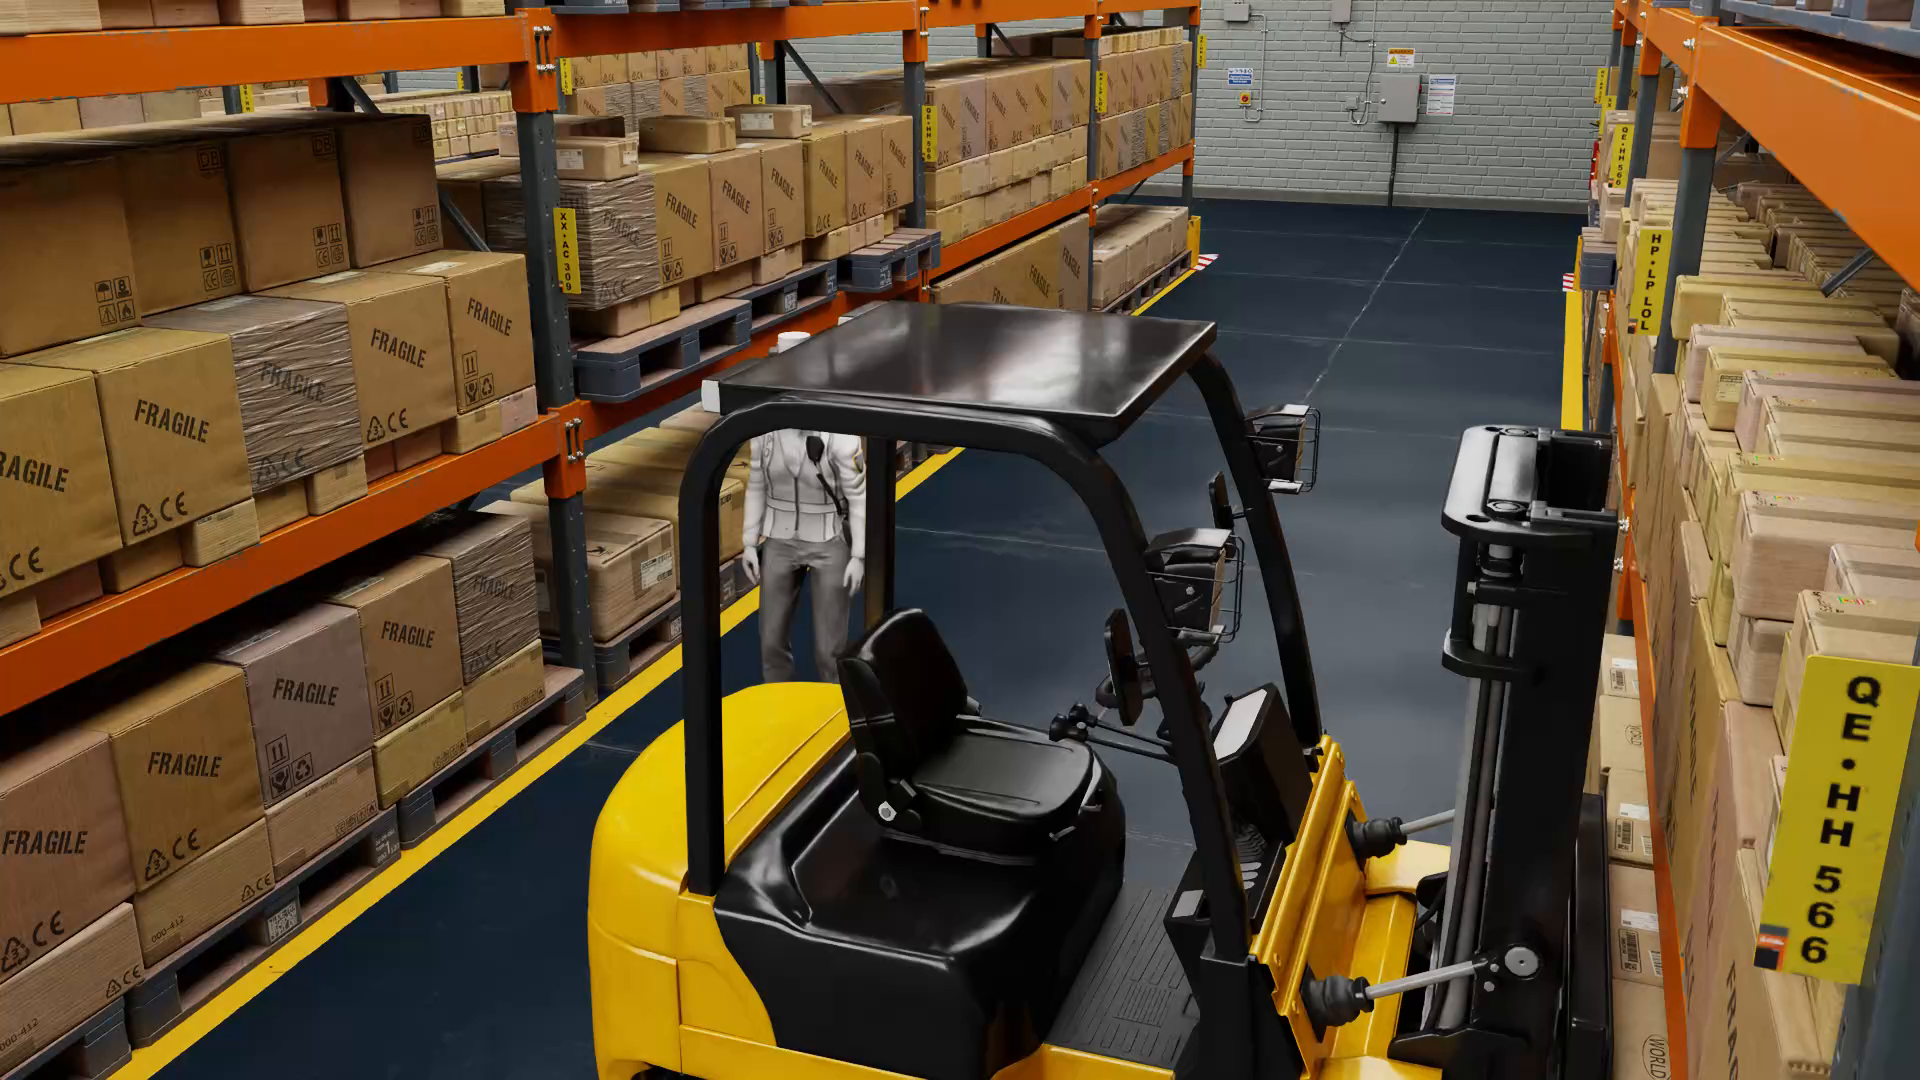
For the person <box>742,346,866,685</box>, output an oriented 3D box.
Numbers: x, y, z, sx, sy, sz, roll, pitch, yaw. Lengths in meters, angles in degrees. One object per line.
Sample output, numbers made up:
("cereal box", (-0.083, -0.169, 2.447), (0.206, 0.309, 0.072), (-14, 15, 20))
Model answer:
("person", (-0.593, 0.053, 6.404), (0.529, 1.662, 0.375), (6, 20, 16))
